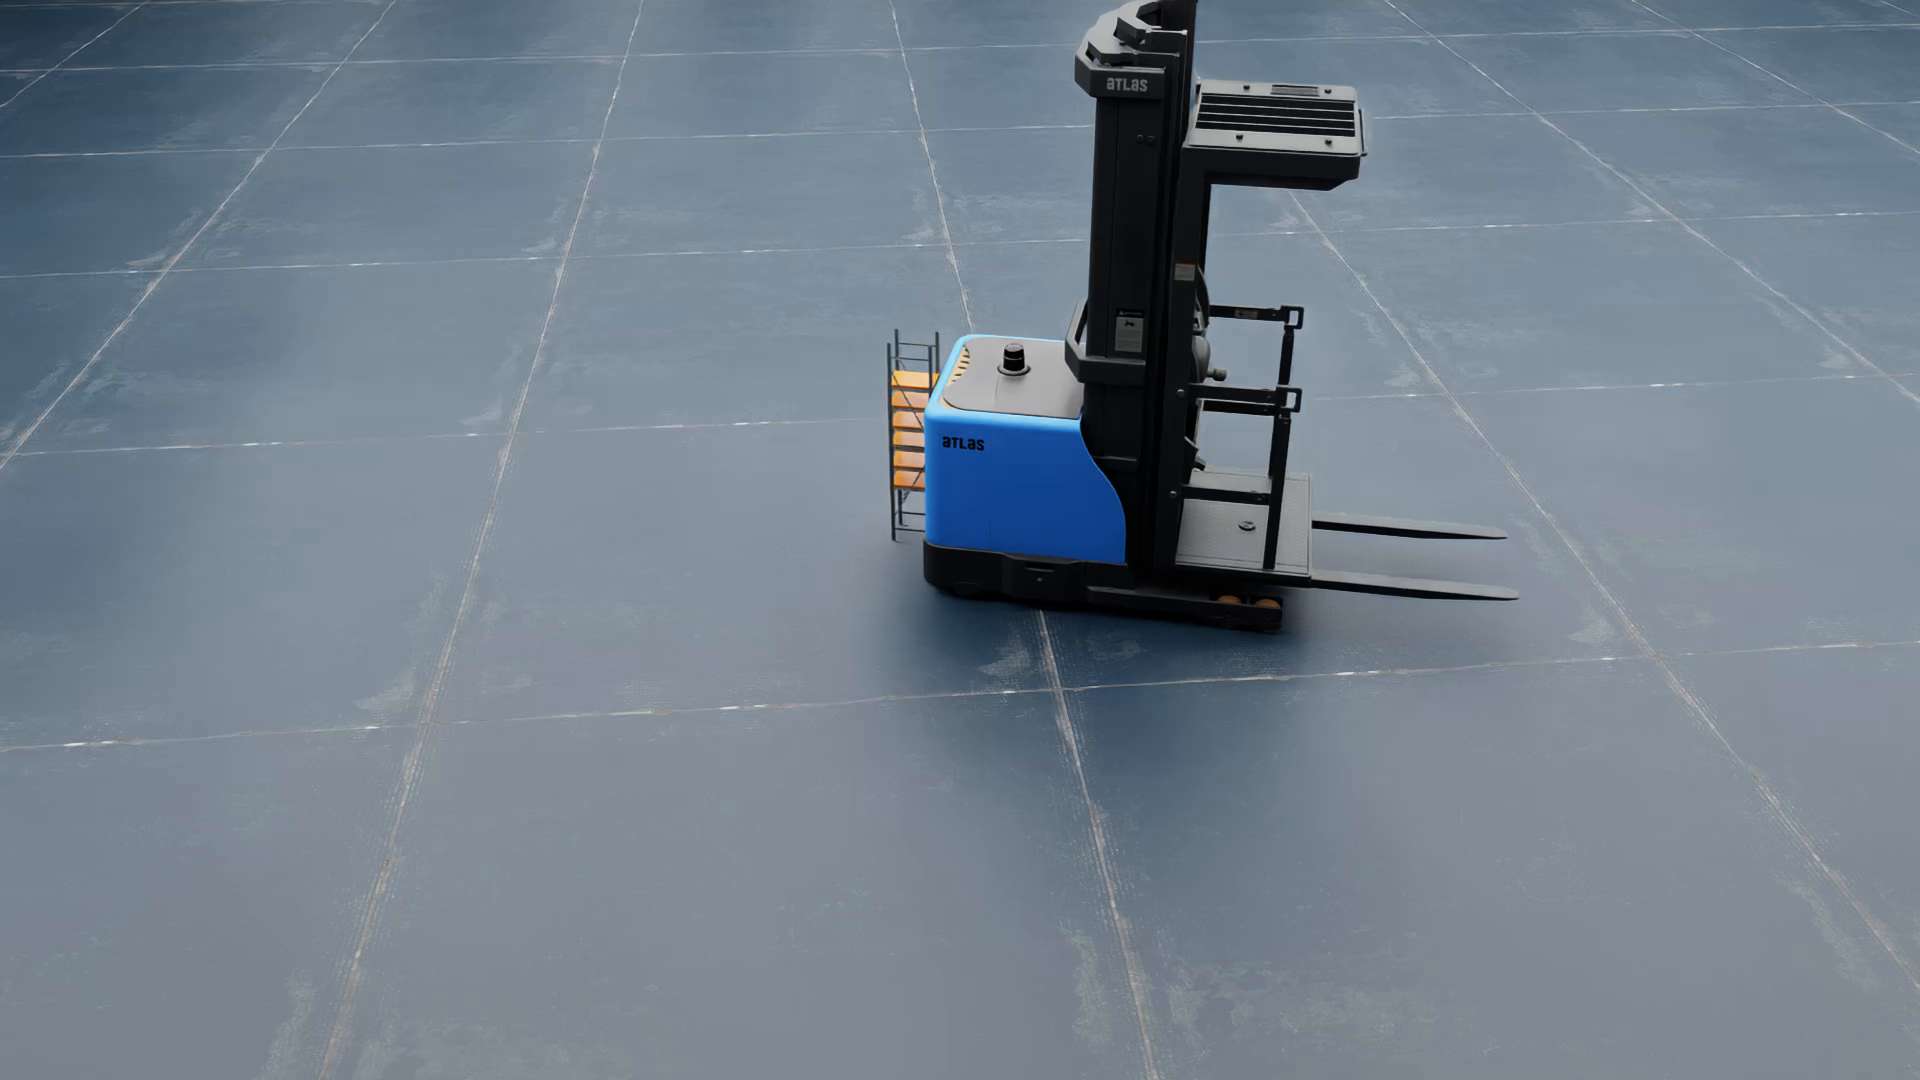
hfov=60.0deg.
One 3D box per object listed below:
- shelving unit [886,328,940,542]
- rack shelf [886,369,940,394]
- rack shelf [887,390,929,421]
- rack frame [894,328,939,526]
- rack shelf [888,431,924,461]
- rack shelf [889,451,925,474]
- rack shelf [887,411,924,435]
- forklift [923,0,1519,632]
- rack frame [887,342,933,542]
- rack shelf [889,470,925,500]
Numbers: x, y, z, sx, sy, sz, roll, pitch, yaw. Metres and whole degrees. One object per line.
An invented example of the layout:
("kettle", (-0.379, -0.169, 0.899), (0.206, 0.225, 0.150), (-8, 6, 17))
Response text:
("shelving unit", (-0.244, -0.544, 8.990), (0.258, 1.200, 0.189), (5, 31, 9))
("rack shelf", (-0.245, -0.815, 8.828), (0.258, 0.103, 0.180), (5, 31, 9))
("rack shelf", (-0.245, -0.711, 8.889), (0.258, 0.103, 0.180), (5, 31, 9))
("rack frame", (-0.227, -0.590, 9.067), (0.240, 1.200, 0.006), (5, 31, 9))
("rack shelf", (-0.244, -0.505, 9.012), (0.258, 0.103, 0.180), (5, 31, 9))
("rack shelf", (-0.244, -0.402, 9.074), (0.258, 0.103, 0.180), (5, 31, 9))
("rack shelf", (-0.244, -0.608, 8.951), (0.258, 0.103, 0.180), (5, 31, 9))
("forklift", (1.374, -1.086, 8.209), (3.031, 2.935, 1.130), (5, 31, 9))
("rack frame", (-0.261, -0.497, 8.912), (0.240, 1.200, 0.006), (5, 31, 9))
("rack shelf", (-0.244, -0.299, 9.135), (0.258, 0.103, 0.180), (5, 31, 9))
